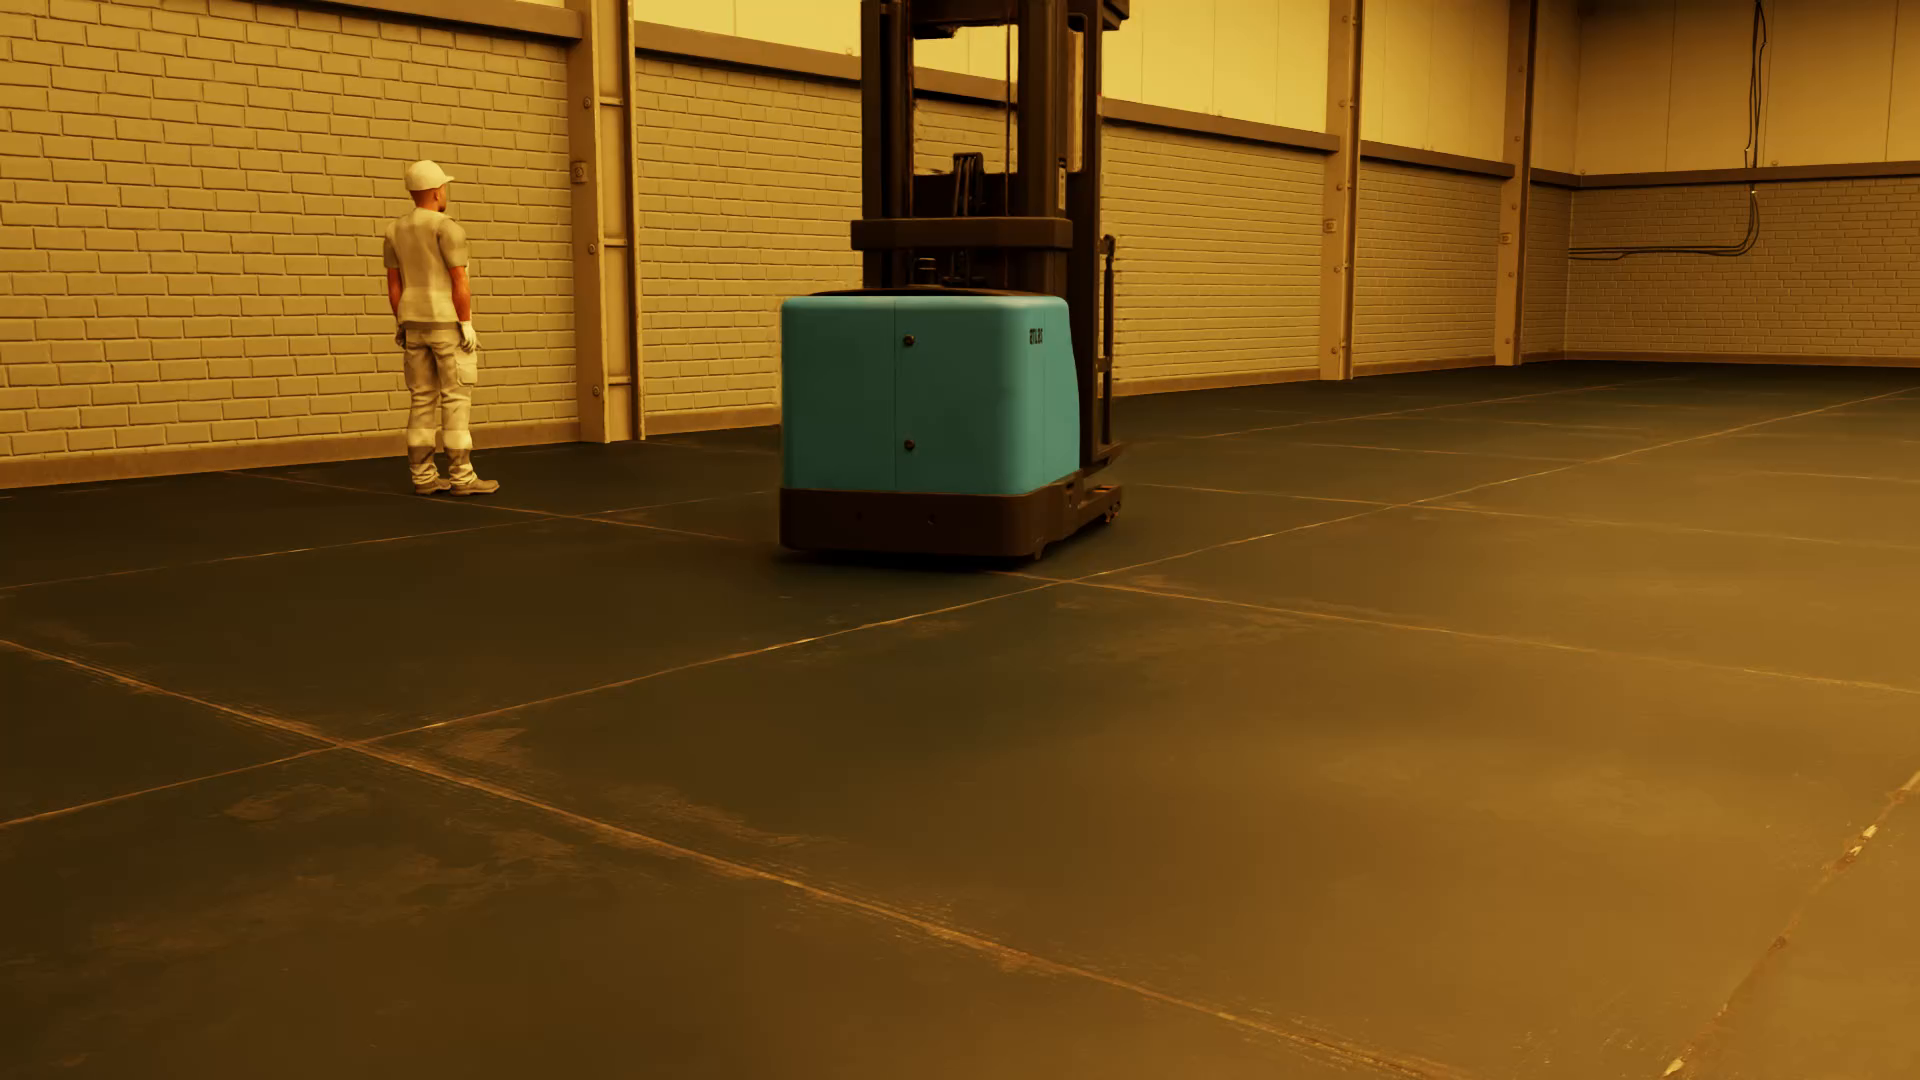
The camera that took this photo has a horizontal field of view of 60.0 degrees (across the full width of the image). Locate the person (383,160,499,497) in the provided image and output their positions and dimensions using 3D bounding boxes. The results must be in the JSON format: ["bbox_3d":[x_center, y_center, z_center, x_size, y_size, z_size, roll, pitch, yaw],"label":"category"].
[{"bbox_3d":[-2.834,-1.143,9.033,0.526,1.795,0.369,3,9,22],"label":"person"}]

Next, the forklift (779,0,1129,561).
[{"bbox_3d":[0.166,-1.540,7.809,1.130,2.935,3.031,2,9,16],"label":"forklift"}]
